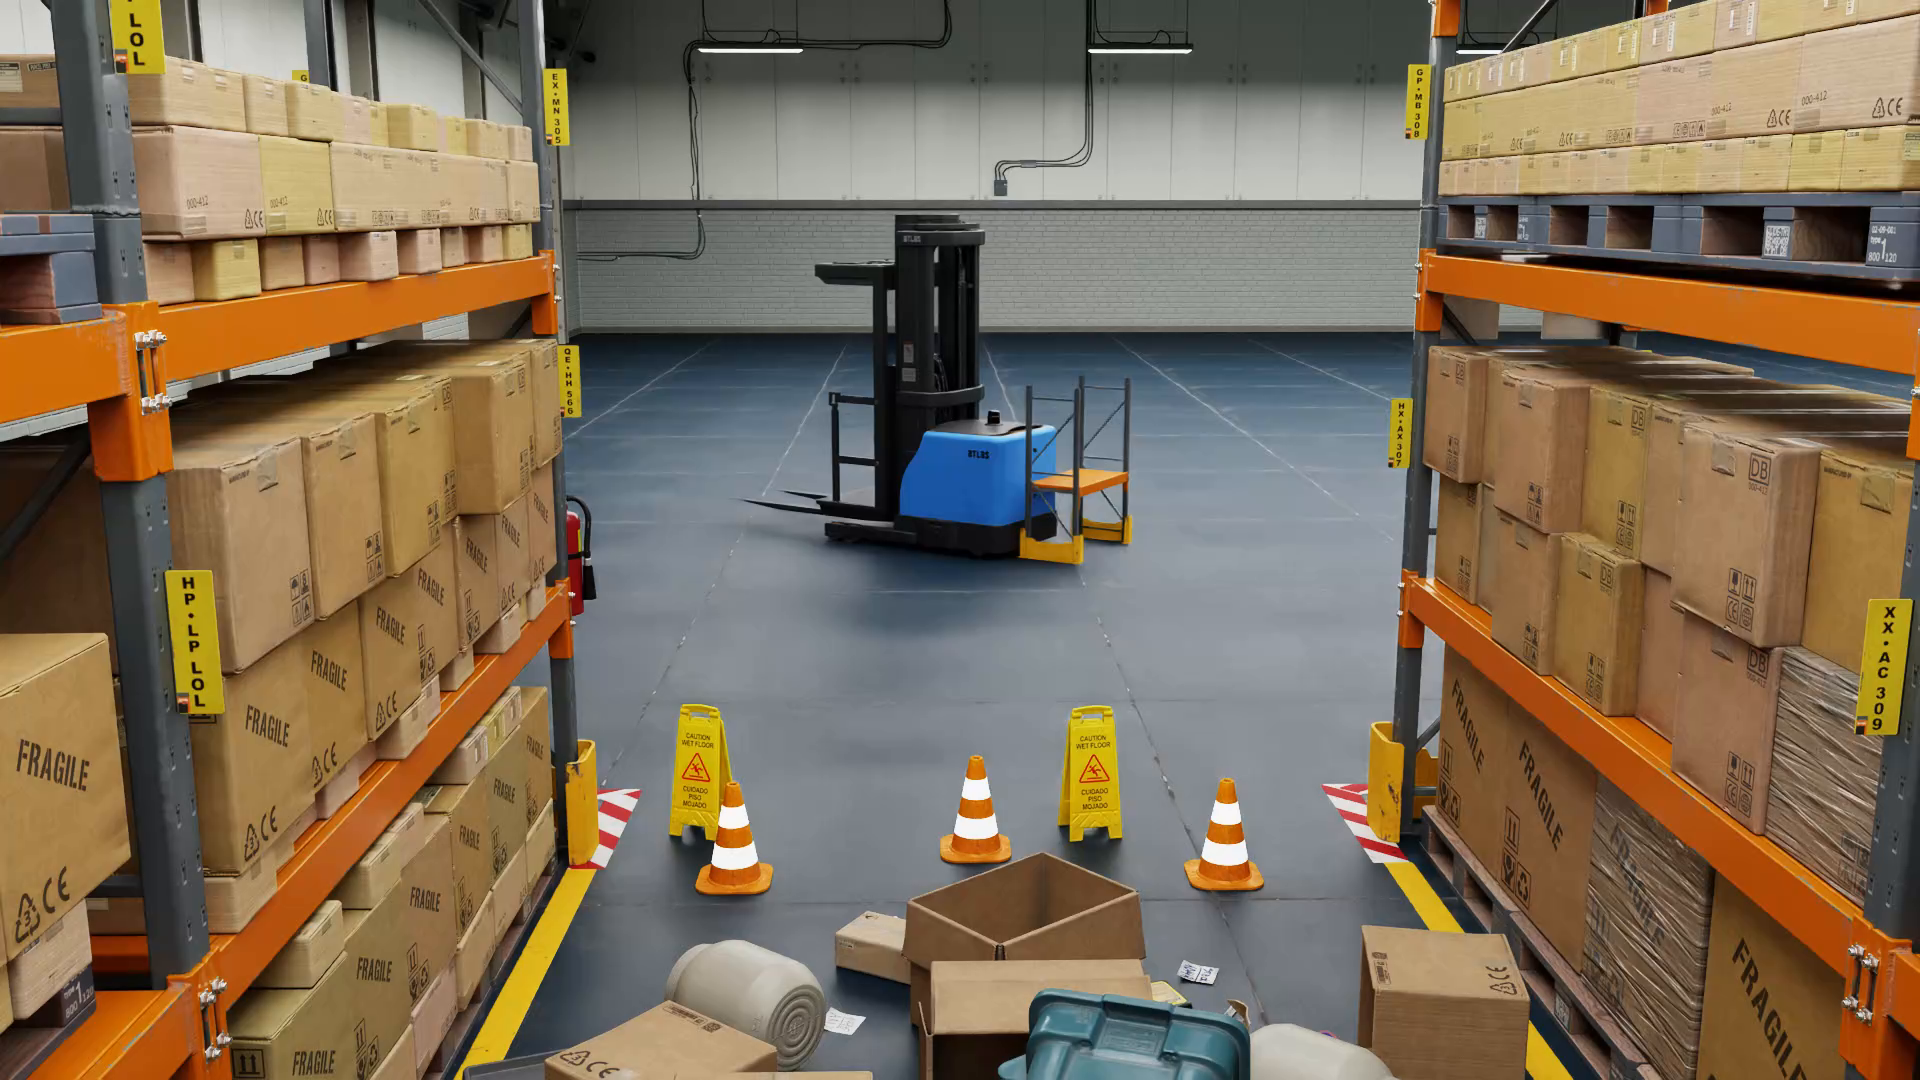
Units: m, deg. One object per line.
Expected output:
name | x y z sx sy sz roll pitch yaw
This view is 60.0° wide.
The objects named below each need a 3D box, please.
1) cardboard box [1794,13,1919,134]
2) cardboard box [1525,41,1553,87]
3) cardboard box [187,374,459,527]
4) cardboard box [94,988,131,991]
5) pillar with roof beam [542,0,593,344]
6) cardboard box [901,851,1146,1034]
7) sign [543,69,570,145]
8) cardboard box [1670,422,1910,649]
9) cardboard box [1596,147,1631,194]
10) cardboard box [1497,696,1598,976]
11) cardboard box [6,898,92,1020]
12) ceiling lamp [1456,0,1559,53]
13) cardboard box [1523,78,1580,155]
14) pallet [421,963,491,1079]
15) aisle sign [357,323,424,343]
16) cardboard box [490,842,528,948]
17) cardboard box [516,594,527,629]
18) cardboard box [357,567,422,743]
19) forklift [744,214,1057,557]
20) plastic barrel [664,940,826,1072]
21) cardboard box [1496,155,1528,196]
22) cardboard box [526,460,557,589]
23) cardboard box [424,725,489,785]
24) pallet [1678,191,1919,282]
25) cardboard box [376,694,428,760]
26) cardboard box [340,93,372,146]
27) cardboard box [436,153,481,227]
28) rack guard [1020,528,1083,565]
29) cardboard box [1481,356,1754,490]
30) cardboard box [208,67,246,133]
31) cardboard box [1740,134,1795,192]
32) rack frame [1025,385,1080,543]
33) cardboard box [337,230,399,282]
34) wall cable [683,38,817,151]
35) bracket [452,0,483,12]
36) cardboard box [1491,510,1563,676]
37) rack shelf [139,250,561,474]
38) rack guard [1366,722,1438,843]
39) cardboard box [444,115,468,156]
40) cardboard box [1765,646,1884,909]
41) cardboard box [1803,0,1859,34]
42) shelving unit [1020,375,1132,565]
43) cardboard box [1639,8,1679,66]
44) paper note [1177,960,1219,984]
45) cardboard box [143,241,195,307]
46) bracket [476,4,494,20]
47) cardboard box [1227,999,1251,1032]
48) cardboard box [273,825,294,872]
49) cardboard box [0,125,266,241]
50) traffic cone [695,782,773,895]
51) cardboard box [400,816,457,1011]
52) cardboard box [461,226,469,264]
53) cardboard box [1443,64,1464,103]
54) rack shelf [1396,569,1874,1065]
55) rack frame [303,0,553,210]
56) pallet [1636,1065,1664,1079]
cardboard box | 2.435 -1.137 4.087 0.500 0.250 0.500 0 11 -2
cardboard box | 2.328 -1.761 6.160 0.380 0.149 0.250 0 11 -2
cardboard box | -2.111 -0.280 5.574 0.700 0.500 0.500 0 11 -2
cardboard box | -2.525 1.455 4.506 0.500 0.500 0.500 0 11 -2
pillar with roof beam | -4.493 -8.756 35.775 9.100 9.000 0.548 0 11 -1
cardboard box | 0.240 1.565 6.273 0.797 0.503 0.637 -10 15 -40
sign | -1.772 -1.900 7.300 0.100 0.325 0.005 0 11 -1
cardboard box | 2.601 -0.028 4.751 0.875 0.550 0.550 0 11 -1
cardboard box | 2.342 -1.219 5.495 0.380 0.149 0.250 0 11 -1
cardboard box | 2.720 1.107 6.538 0.875 0.875 0.875 0 11 -2
cardboard box | -1.958 0.816 3.260 0.380 0.149 0.250 0 11 0
ceiling lamp | 10.479 -10.909 31.710 2.000 3.185 0.800 0 11 -1
cardboard box | 2.396 -1.537 6.059 0.500 0.250 0.500 0 11 -2
pallet | -2.322 1.788 5.908 1.003 0.211 1.213 0 11 -1
aisle sign | -2.639 -1.283 7.490 0.394 0.787 0.004 0 11 -1
cardboard box | -2.039 1.407 6.632 0.500 0.250 0.500 0 11 -1
cardboard box | -2.006 0.300 6.859 0.380 0.149 0.250 0 11 -2
cardboard box | -2.006 0.315 5.156 0.500 0.500 0.500 0 11 -2
forklift | -0.637 -1.492 15.233 3.031 2.935 1.130 7 14 32
plastic barrel | -0.771 1.669 5.957 0.512 0.421 0.421 9 15 38
cardboard box | 2.322 -1.420 6.483 0.380 0.149 0.250 0 11 -1
cardboard box | -2.041 -0.086 7.128 0.500 0.500 0.500 0 11 -2
cardboard box | -1.970 0.792 6.144 0.380 0.149 0.250 0 11 1
pallet | 2.696 -0.832 4.487 1.003 0.211 1.213 0 11 -1
cardboard box | -1.948 0.602 5.369 0.380 0.149 0.250 0 11 -1
cardboard box | -2.007 -1.263 5.013 0.380 0.149 0.250 0 11 -2
cardboard box | -2.023 -1.236 5.884 0.500 0.250 0.500 0 11 0
rack guard | 0.788 0.053 14.358 0.587 0.250 0.087 7 13 30
cardboard box | 2.692 -0.458 6.870 0.875 0.550 0.550 0 11 -1
cardboard box | -1.960 -1.056 3.992 0.380 0.149 0.250 0 11 1
cardboard box | 2.363 -1.017 4.500 0.380 0.149 0.250 0 11 0
rack frame | 0.788 -0.559 14.233 0.500 1.500 0.032 7 13 30
cardboard box | -1.945 -0.869 5.077 0.380 0.149 0.250 0 11 -2
wall cable | -4.831 -10.294 38.463 3.097 2.526 0.112 0 11 -1
bracket | -8.256 -8.716 26.527 0.076 0.066 4.783 0 11 -1
cardboard box | 2.592 0.183 6.426 0.875 0.550 0.550 0 11 -1
rack shelf | -2.286 -0.718 5.508 1.077 0.370 4.000 0 11 -1
rack guard | 2.619 1.182 8.166 1.175 0.500 0.348 0 11 -1
cardboard box | -2.081 -1.517 6.263 0.380 0.149 0.250 0 11 -1
cardboard box | 2.682 0.610 4.320 0.875 0.550 0.550 0 11 -1
cardboard box | 2.371 -1.357 4.170 0.380 0.149 0.250 0 11 -1
shelving unit | 1.040 -0.645 14.655 0.587 1.500 1.083 7 13 30
cardboard box | 2.350 -1.558 5.158 0.380 0.149 0.250 0 11 -2
paper note | 0.953 1.728 6.659 0.144 0.017 0.142 4 12 18
cardboard box | -2.004 -0.613 3.815 0.380 0.149 0.250 0 11 -2
bracket | -8.309 -9.228 29.052 0.235 0.232 0.430 0 11 -1
cardboard box | 0.825 1.763 5.893 0.396 0.266 0.258 2 12 9
cardboard box | -1.988 0.807 4.361 0.380 0.149 0.250 0 11 0
cardboard box | -1.980 -0.833 3.899 0.500 0.250 0.500 0 11 -2
traffic cone | -1.029 1.326 7.551 0.336 0.463 0.334 0 11 -1
cardboard box | -2.019 1.244 5.548 0.500 0.500 0.500 0 11 2
cardboard box | -2.093 -1.122 6.323 0.380 0.149 0.250 0 11 -1
cardboard box | 2.308 -1.963 7.156 0.380 0.149 0.250 0 11 -1
rack shelf | 2.661 0.712 6.005 1.077 0.370 4.000 0 11 -1
rack frame | -2.328 -2.938 7.098 1.000 3.000 0.127 0 11 -1
pallet | 2.765 1.972 4.998 1.003 0.211 1.213 0 11 -1
